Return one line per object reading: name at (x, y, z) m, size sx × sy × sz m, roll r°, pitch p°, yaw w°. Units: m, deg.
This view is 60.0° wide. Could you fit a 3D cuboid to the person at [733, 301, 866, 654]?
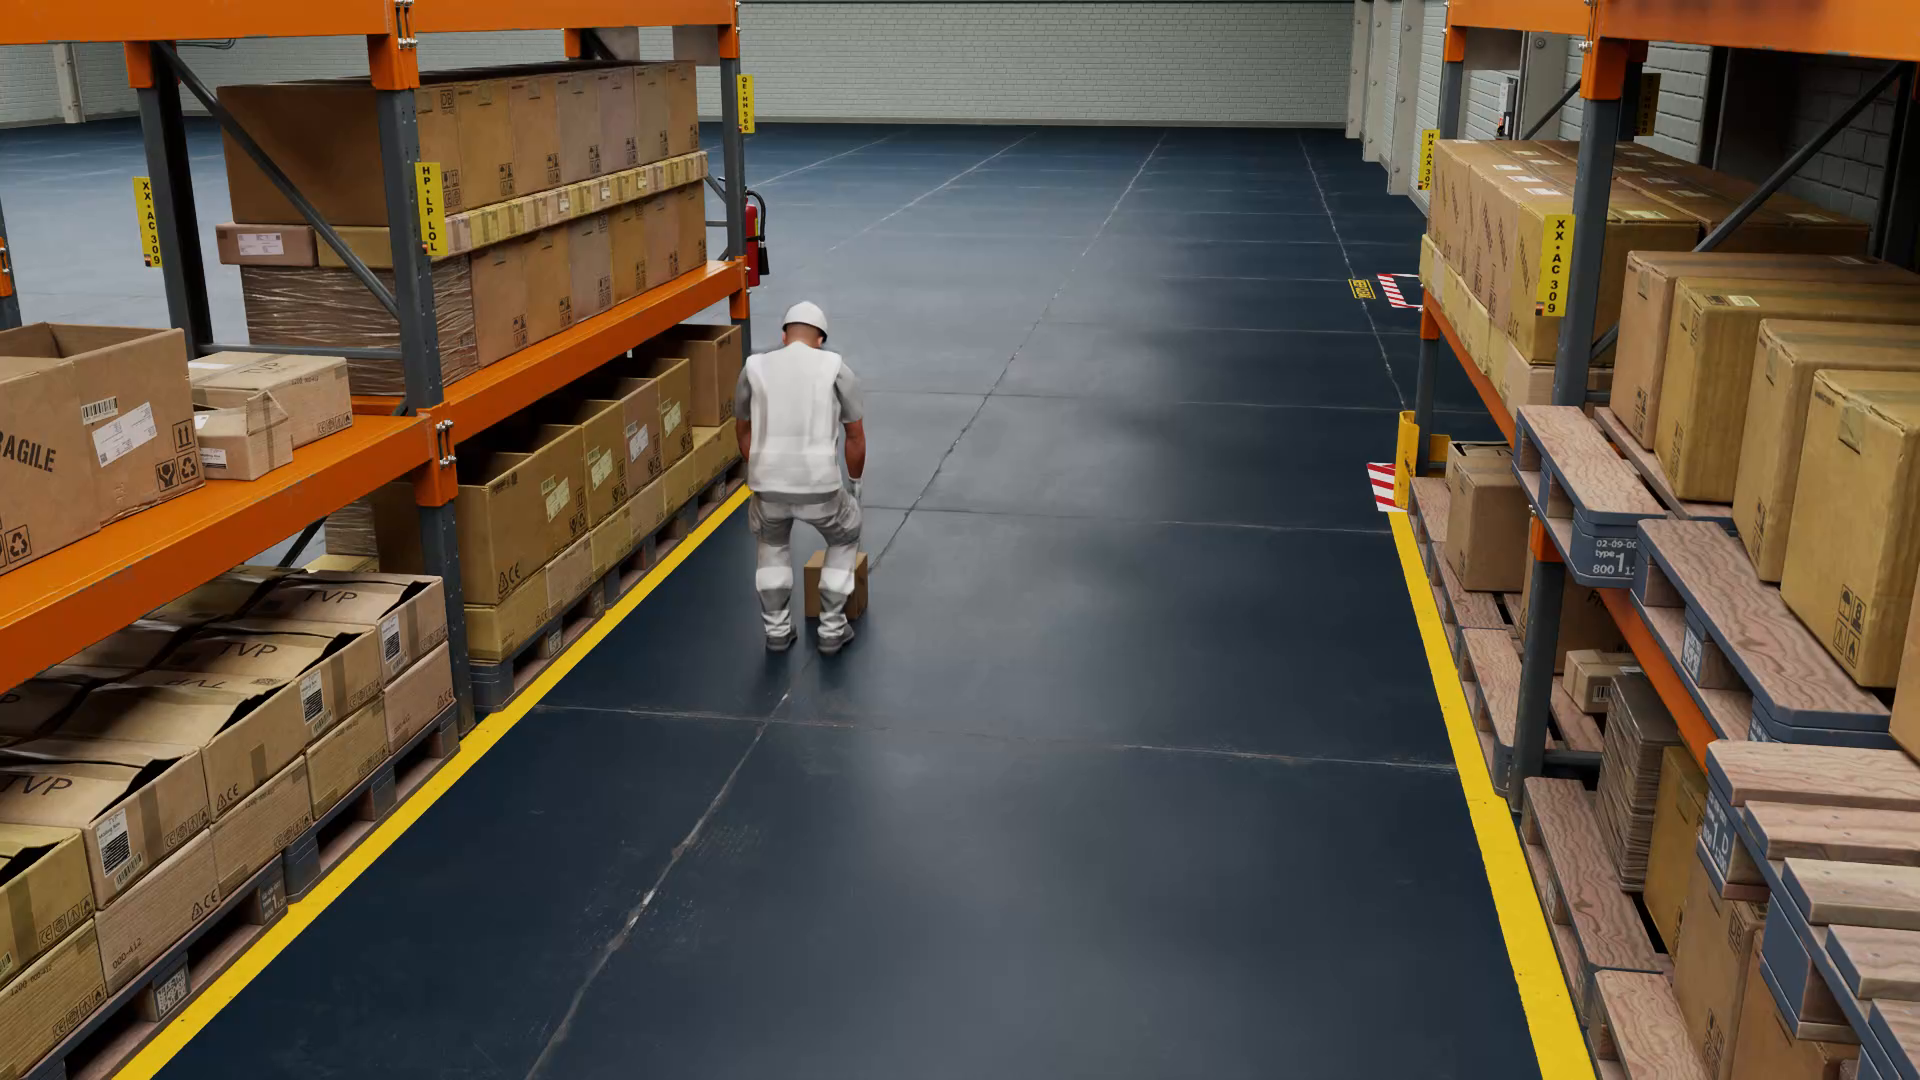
person at (-0.715, -0.264, 7.316) m, size 0.581 × 1.500 × 0.711 m, roll 3°, pitch 18°, yaw 9°
